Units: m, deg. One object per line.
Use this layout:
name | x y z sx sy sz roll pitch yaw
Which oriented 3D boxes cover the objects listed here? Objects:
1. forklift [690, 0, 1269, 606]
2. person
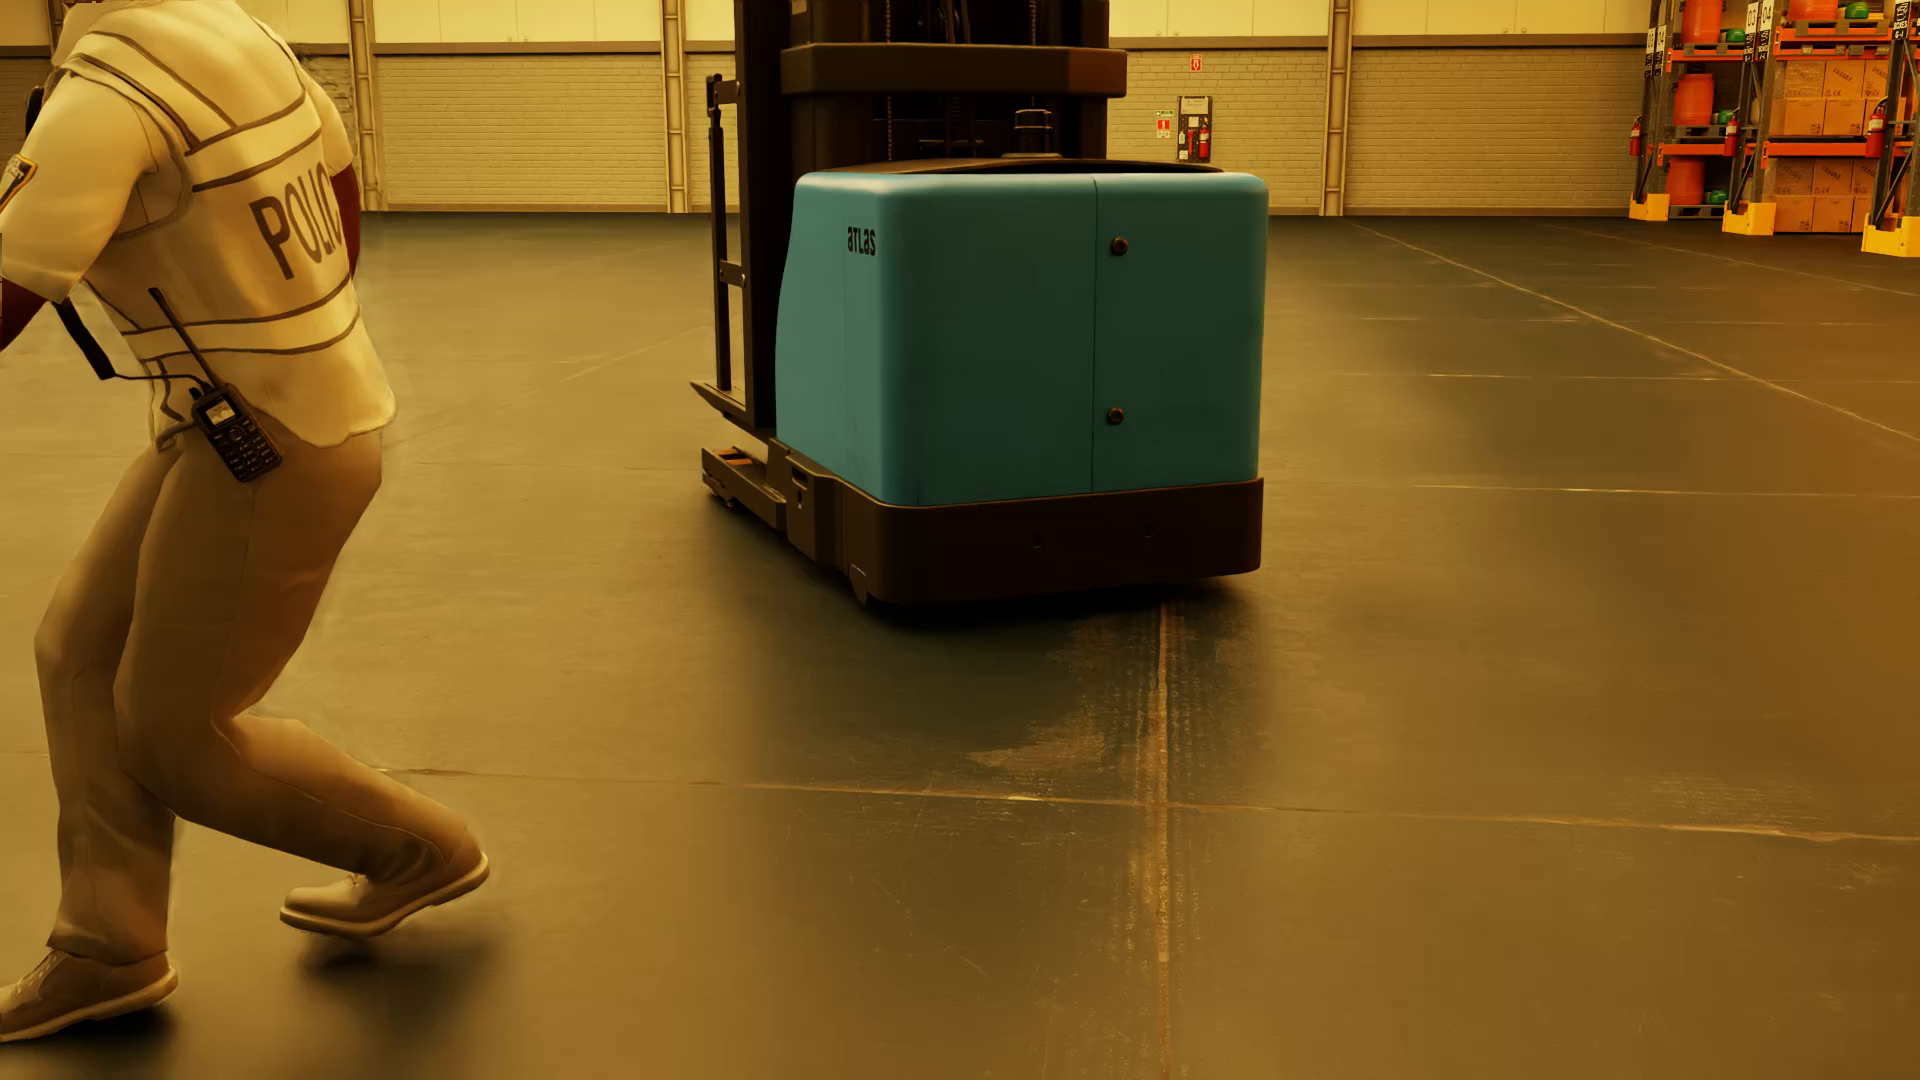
forklift | -0.220 -1.557 5.167 1.130 2.935 3.031 -5 14 -21
person | -1.100 -0.151 2.258 0.808 1.561 0.757 -4 14 -15
